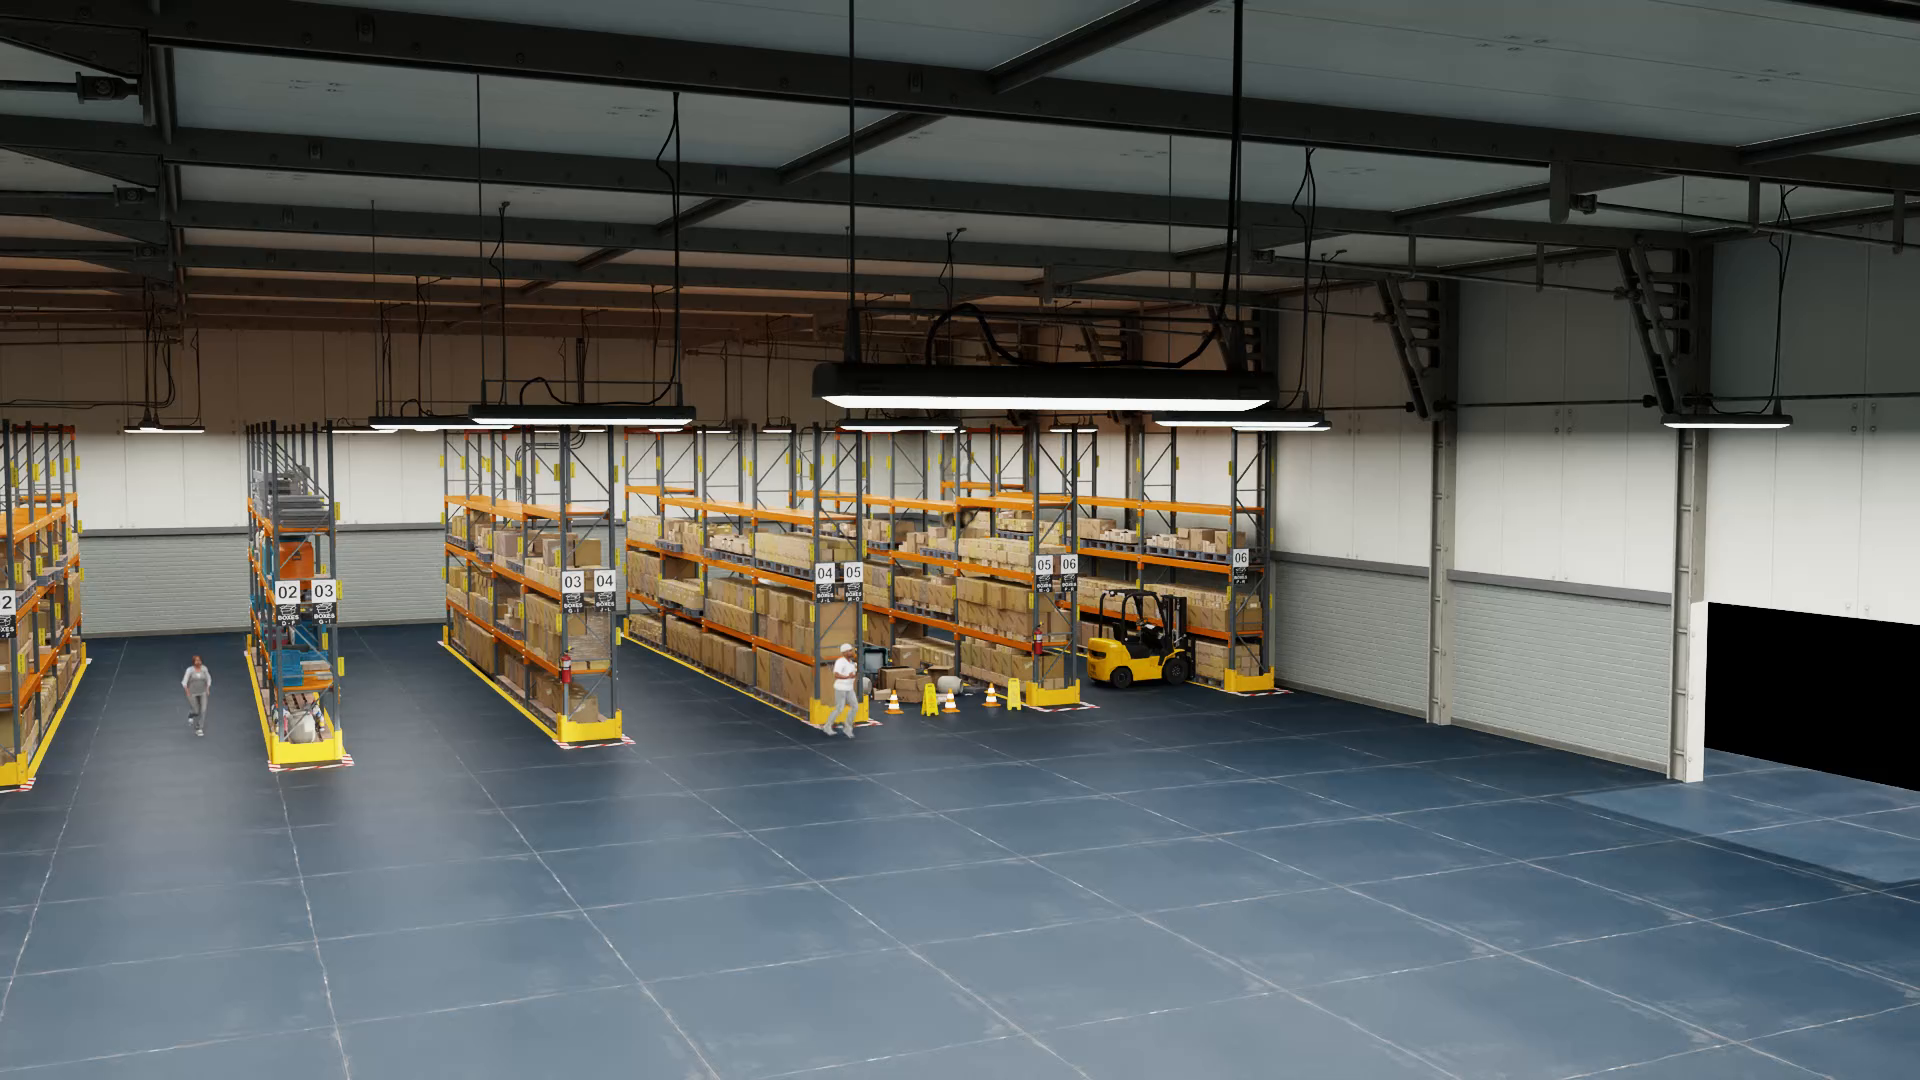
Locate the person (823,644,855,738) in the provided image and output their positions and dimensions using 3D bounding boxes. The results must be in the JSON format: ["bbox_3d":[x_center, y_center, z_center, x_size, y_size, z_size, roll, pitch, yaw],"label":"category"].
[{"bbox_3d":[-2.237,2.880,31.710,0.632,1.819,0.665,2,4,26],"label":"person"}]

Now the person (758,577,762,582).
[{"bbox_3d":[-6.104,1.721,50.479,0.655,1.562,0.607,-2,4,-32],"label":"person"}]

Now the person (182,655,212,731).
[{"bbox_3d":[-14.631,2.919,31.891,0.522,1.468,0.555,-3,4,-37],"label":"person"}]
